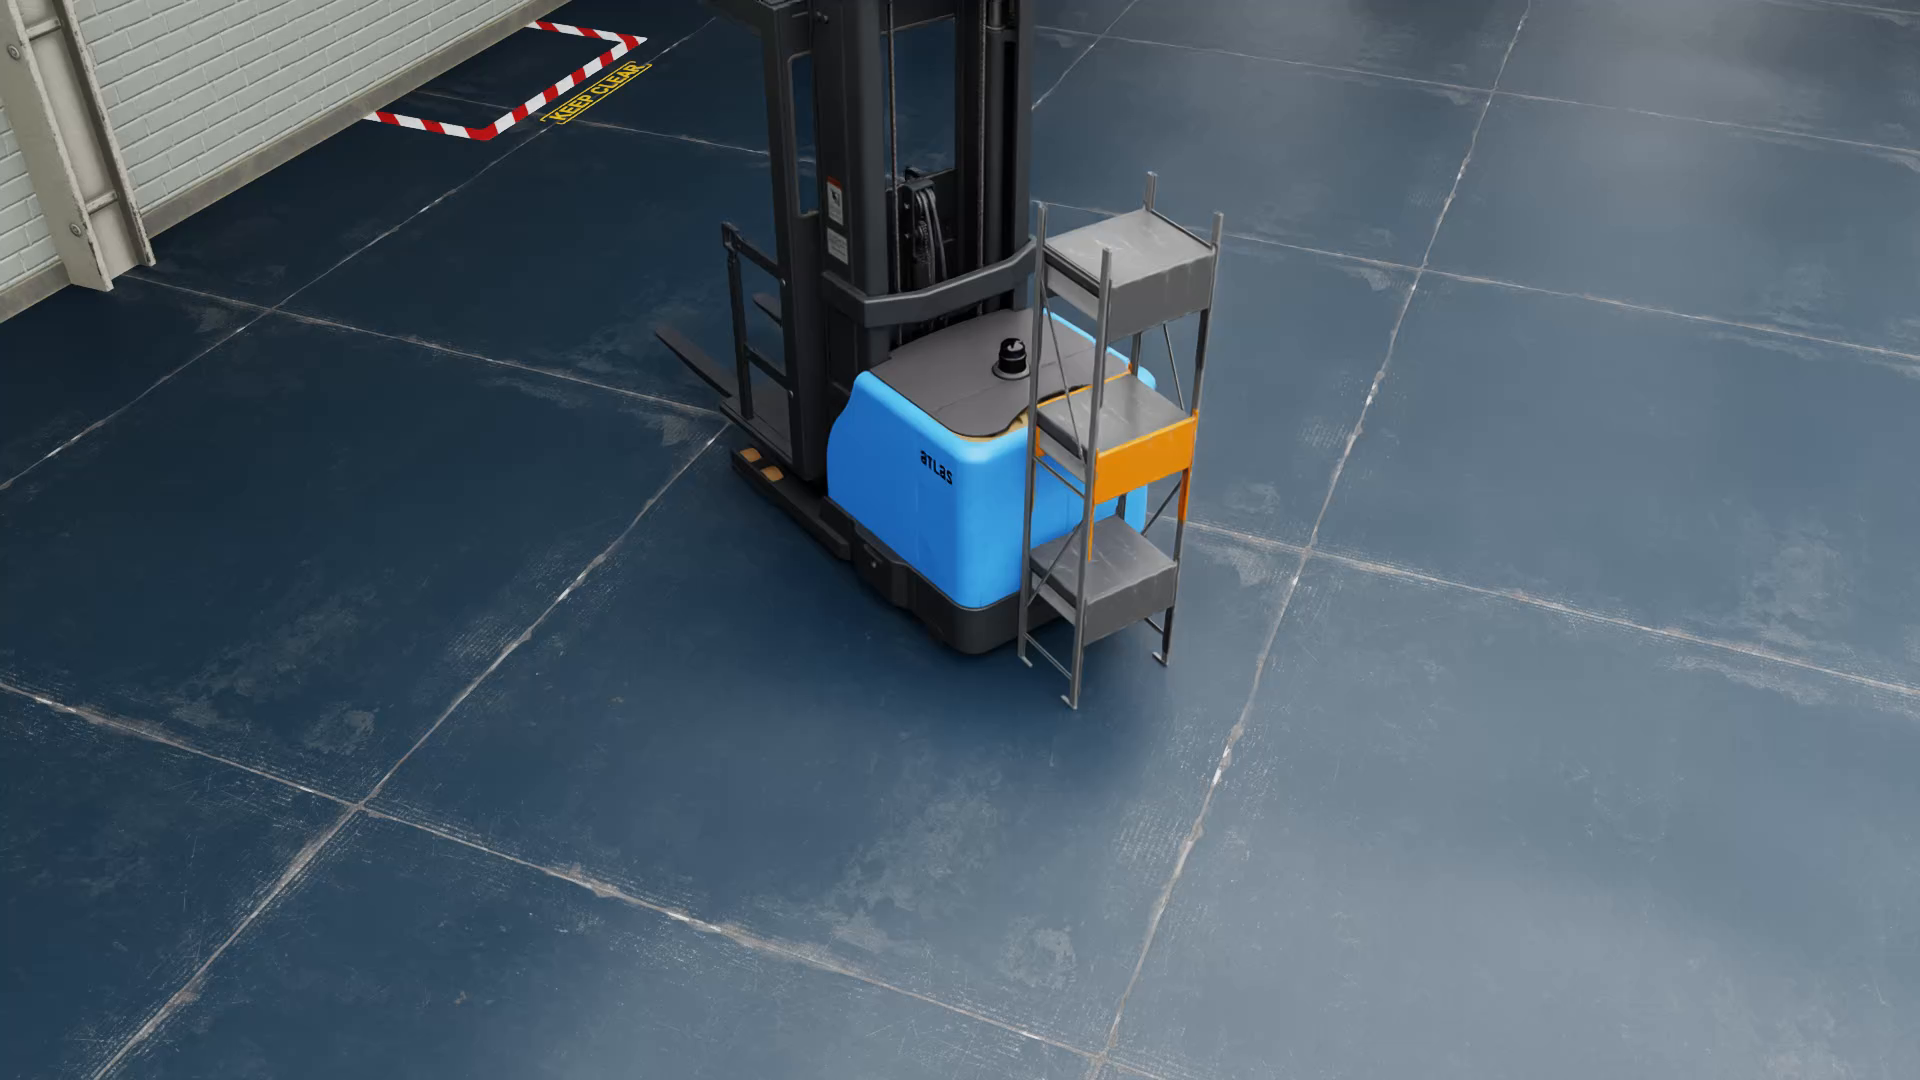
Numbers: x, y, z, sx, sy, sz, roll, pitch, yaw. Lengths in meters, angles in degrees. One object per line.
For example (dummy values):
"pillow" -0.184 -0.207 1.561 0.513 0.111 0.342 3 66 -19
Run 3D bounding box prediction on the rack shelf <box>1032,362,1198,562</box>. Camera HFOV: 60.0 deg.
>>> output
"rack shelf" 0.577 -0.305 6.418 0.480 0.518 0.431 -22 43 -27

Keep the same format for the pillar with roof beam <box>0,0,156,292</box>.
"pillar with roof beam" -1.055 -4.214 5.872 9.100 9.000 0.400 14 39 18

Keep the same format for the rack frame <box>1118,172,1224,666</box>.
"rack frame" 0.780 -0.398 6.518 0.015 2.100 0.400 -22 43 -27

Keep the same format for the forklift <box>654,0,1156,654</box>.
"forklift" -0.458 -1.523 7.339 1.130 2.935 3.031 -24 43 -29

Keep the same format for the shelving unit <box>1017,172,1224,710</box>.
"shelving unit" 0.577 -0.316 6.409 0.503 2.100 0.431 -22 43 -27

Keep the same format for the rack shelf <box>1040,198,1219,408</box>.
"rack shelf" 0.586 -0.857 5.987 0.480 0.518 0.431 -22 43 -27

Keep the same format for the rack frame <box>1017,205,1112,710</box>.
"rack frame" 0.375 -0.234 6.300 0.015 2.100 0.400 -22 43 -27

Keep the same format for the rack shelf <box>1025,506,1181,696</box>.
"rack shelf" 0.568 0.247 6.848 0.480 0.518 0.431 -22 43 -27
